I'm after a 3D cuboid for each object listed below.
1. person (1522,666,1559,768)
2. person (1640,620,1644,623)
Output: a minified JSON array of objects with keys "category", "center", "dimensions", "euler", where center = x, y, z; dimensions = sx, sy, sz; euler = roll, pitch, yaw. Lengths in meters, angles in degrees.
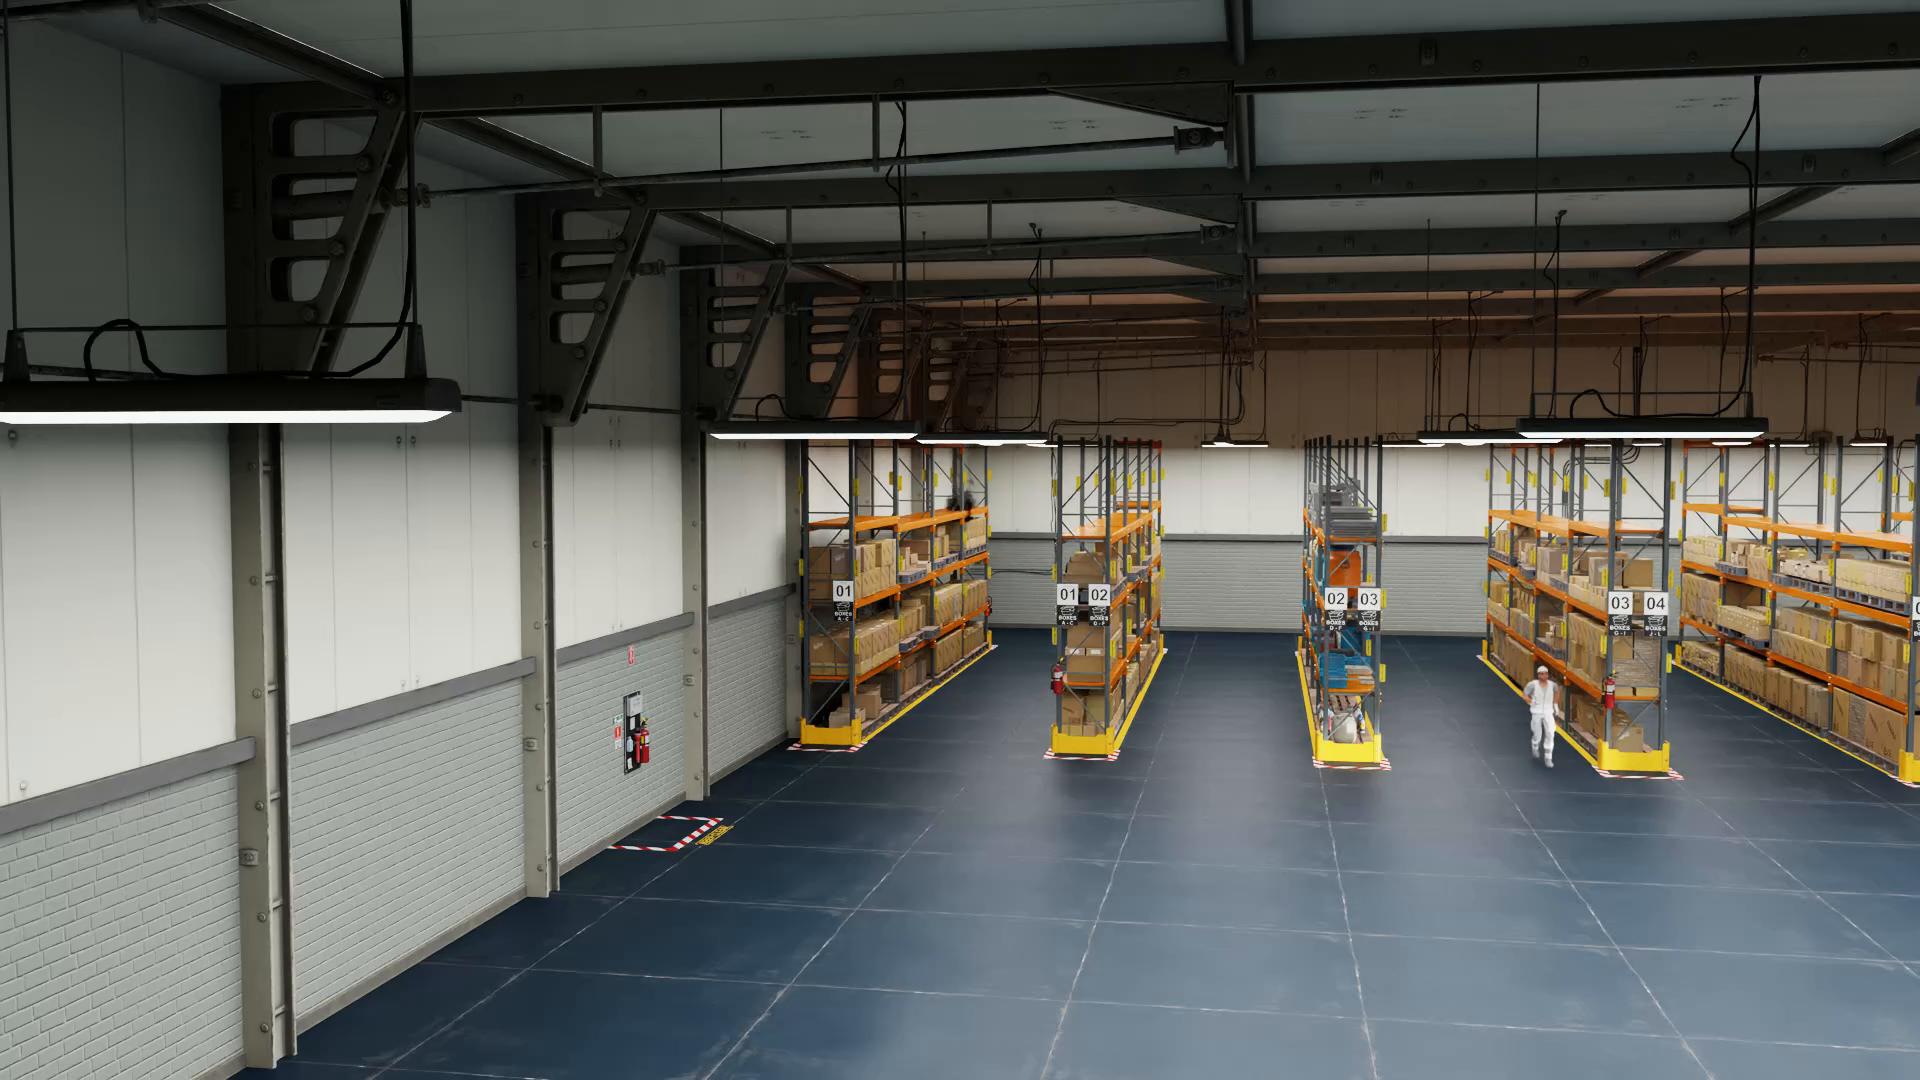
[{"category":"person","center":[10.613,3.187,30.360],"dimensions":[0.688,1.799,0.963],"euler":[0,3,9]},{"category":"person","center":[18.956,2.372,45.757],"dimensions":[0.924,1.788,0.692],"euler":[-1,3,-17]}]
